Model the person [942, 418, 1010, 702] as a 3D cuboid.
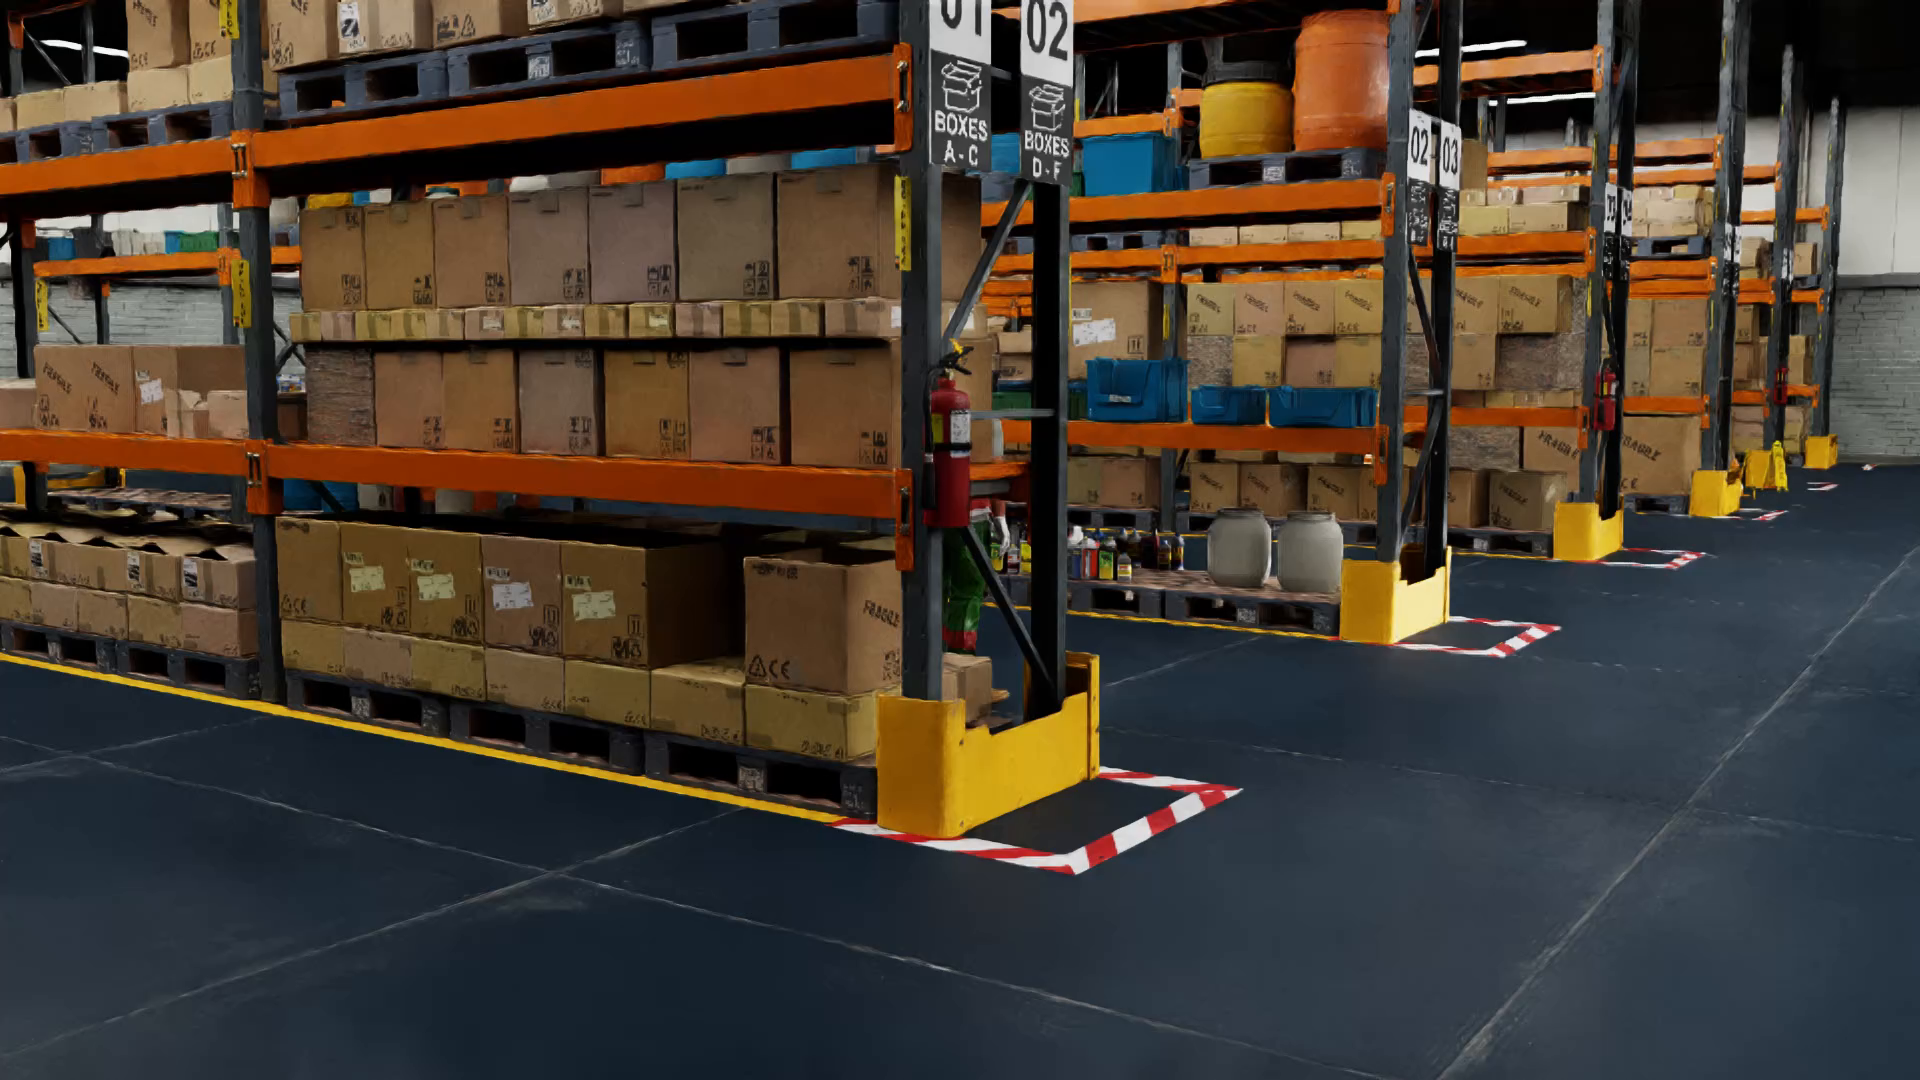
[{"bbox_3d":[-0.038,-0.107,8.412,0.668,1.791,0.449,4,7,32],"label":"person"}]
